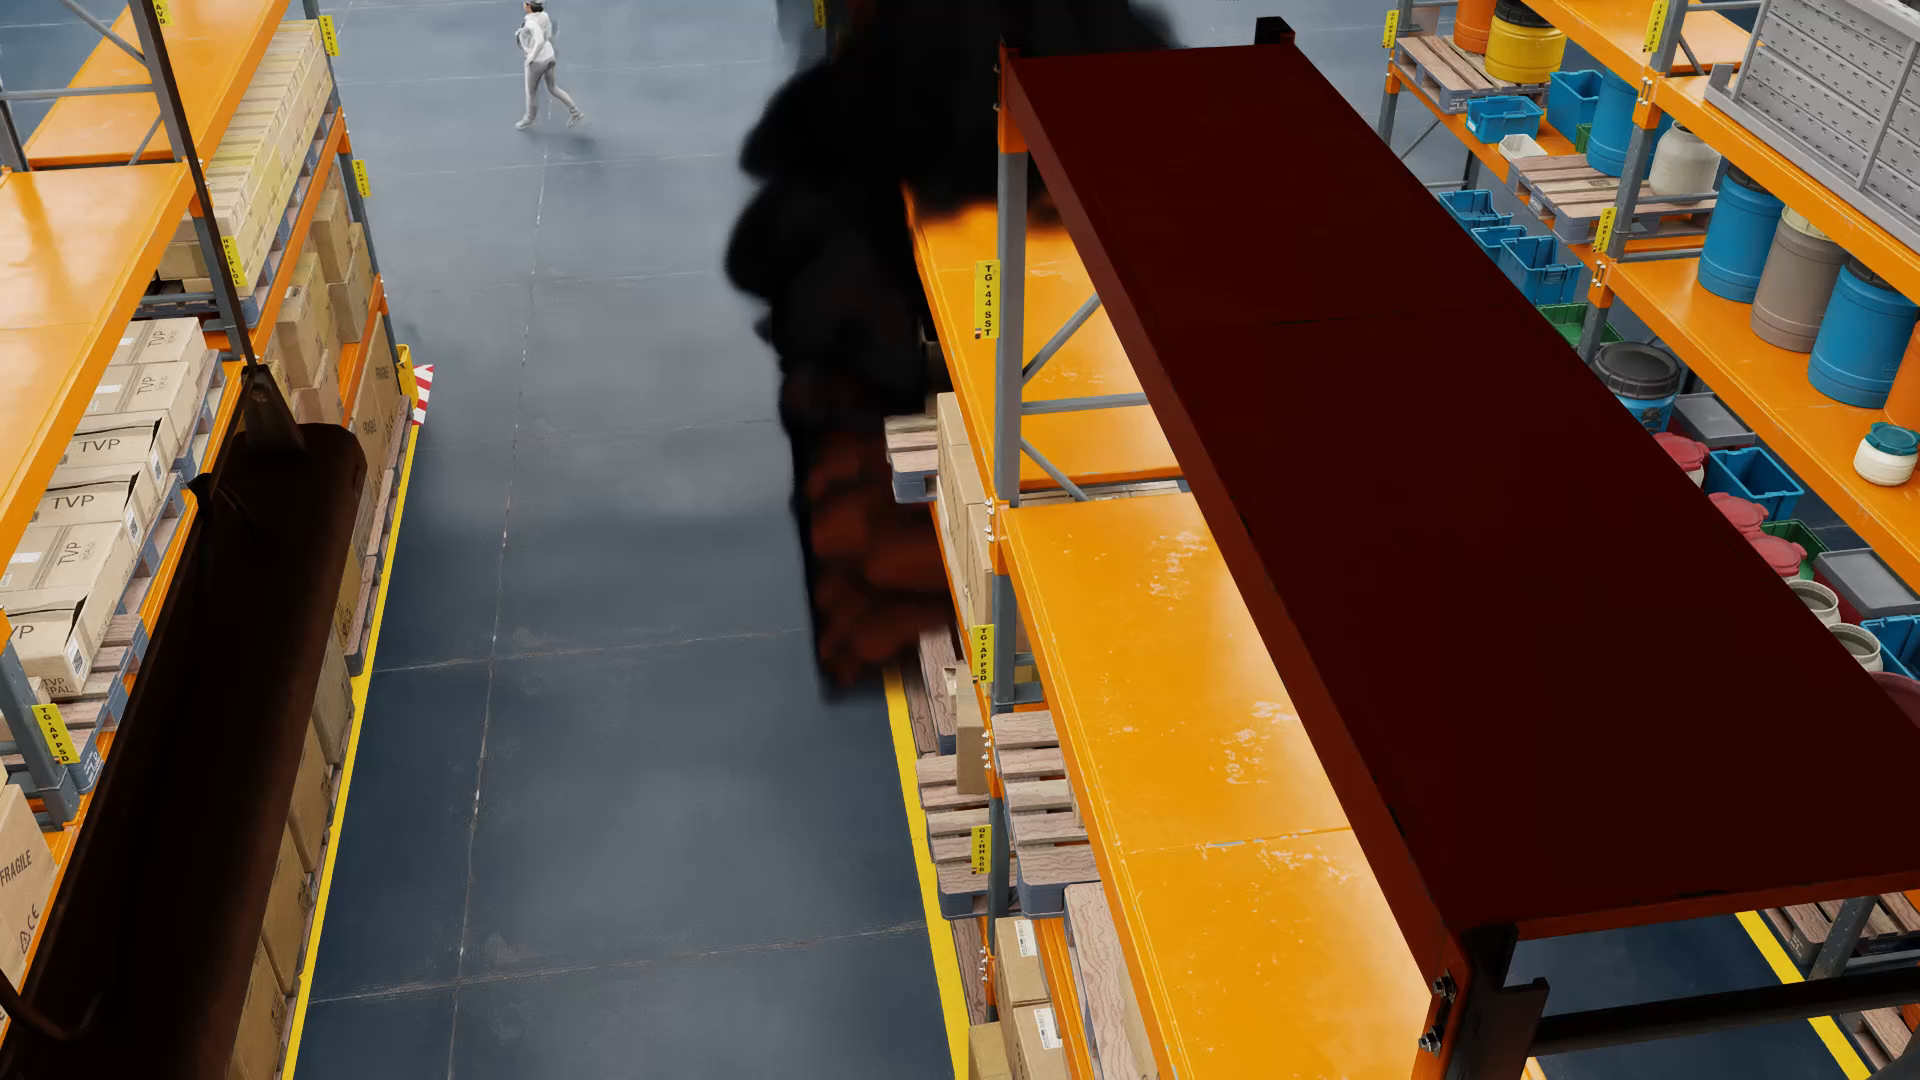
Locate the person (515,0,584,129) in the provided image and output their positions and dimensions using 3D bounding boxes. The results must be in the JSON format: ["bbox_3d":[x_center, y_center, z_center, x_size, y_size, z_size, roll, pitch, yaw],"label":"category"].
[{"bbox_3d":[-4.967,-5.665,19.700,0.920,1.701,0.612,12,38,16],"label":"person"}]
